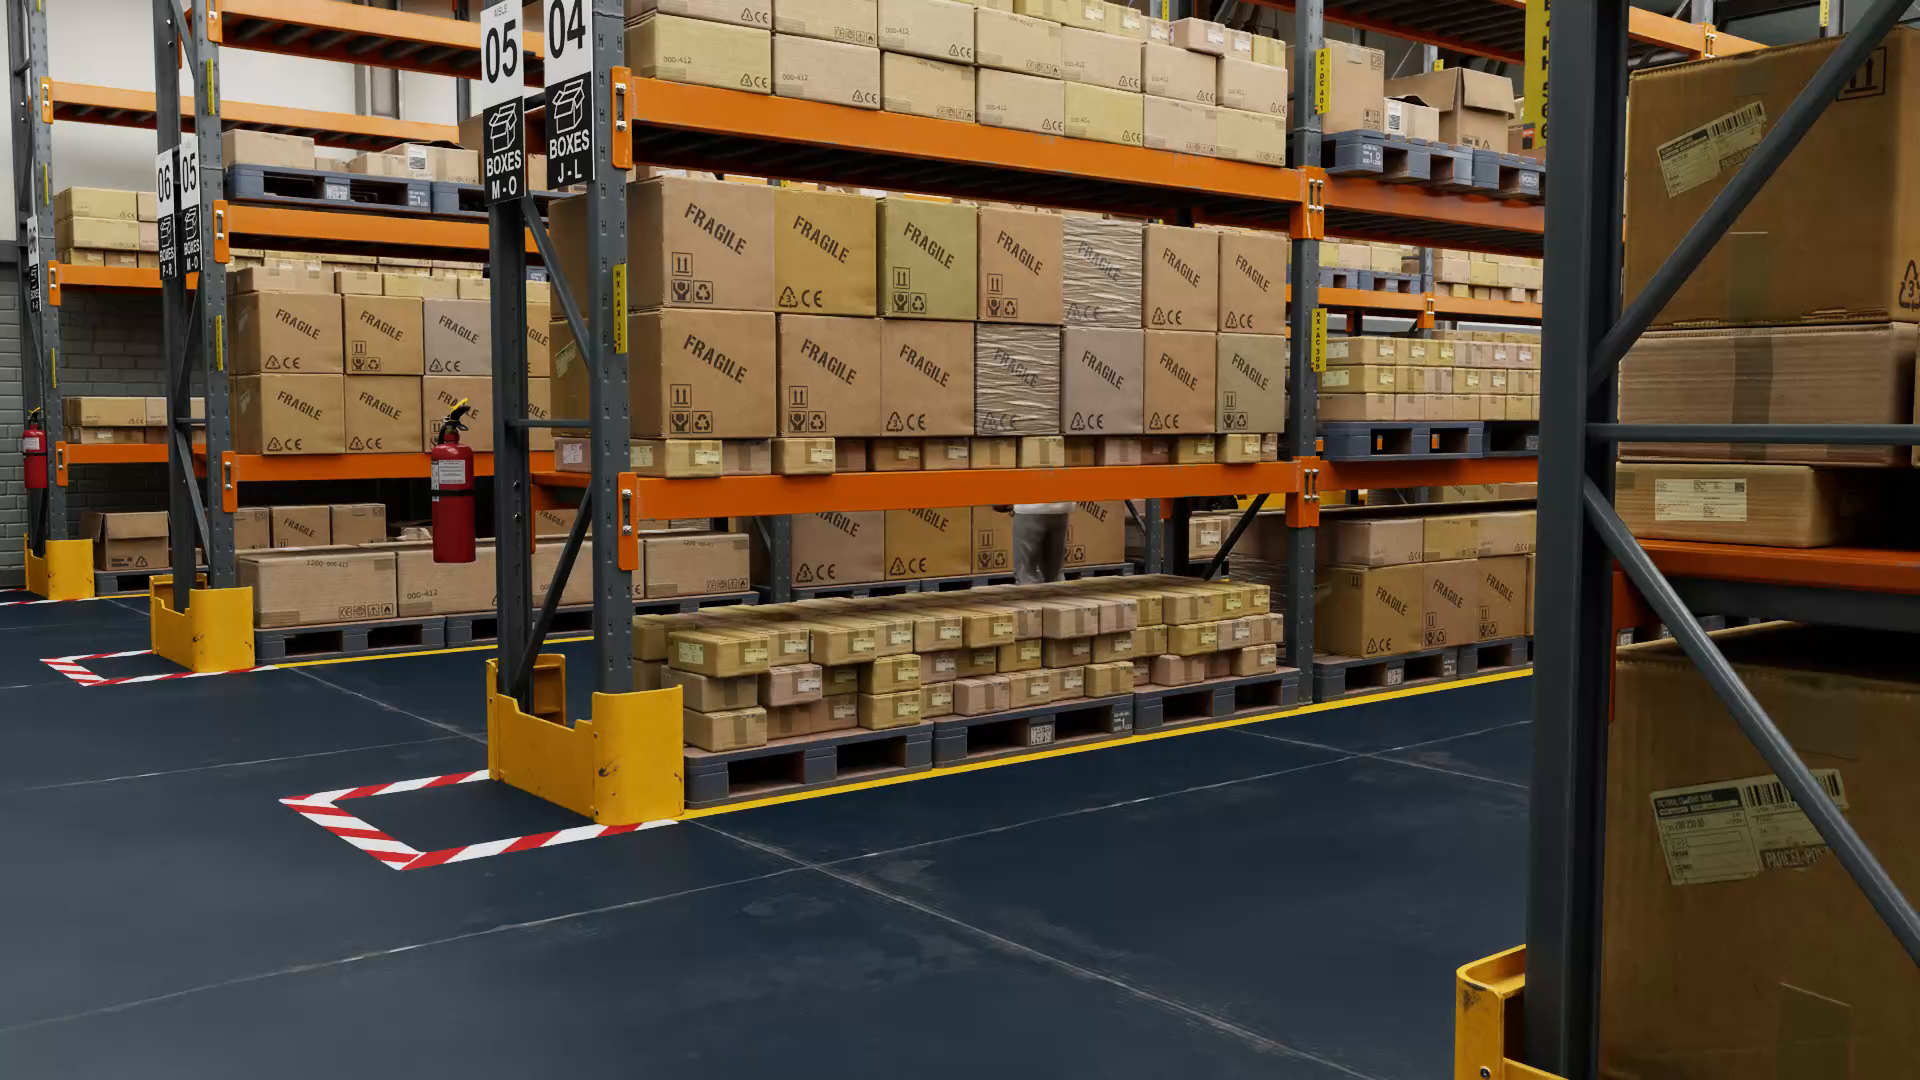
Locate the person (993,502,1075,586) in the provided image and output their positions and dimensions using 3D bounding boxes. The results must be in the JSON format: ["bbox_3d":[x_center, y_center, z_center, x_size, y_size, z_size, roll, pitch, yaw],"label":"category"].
[{"bbox_3d":[0.483,-0.171,11.196,0.502,1.758,0.587,-3,5,-38],"label":"person"}]
